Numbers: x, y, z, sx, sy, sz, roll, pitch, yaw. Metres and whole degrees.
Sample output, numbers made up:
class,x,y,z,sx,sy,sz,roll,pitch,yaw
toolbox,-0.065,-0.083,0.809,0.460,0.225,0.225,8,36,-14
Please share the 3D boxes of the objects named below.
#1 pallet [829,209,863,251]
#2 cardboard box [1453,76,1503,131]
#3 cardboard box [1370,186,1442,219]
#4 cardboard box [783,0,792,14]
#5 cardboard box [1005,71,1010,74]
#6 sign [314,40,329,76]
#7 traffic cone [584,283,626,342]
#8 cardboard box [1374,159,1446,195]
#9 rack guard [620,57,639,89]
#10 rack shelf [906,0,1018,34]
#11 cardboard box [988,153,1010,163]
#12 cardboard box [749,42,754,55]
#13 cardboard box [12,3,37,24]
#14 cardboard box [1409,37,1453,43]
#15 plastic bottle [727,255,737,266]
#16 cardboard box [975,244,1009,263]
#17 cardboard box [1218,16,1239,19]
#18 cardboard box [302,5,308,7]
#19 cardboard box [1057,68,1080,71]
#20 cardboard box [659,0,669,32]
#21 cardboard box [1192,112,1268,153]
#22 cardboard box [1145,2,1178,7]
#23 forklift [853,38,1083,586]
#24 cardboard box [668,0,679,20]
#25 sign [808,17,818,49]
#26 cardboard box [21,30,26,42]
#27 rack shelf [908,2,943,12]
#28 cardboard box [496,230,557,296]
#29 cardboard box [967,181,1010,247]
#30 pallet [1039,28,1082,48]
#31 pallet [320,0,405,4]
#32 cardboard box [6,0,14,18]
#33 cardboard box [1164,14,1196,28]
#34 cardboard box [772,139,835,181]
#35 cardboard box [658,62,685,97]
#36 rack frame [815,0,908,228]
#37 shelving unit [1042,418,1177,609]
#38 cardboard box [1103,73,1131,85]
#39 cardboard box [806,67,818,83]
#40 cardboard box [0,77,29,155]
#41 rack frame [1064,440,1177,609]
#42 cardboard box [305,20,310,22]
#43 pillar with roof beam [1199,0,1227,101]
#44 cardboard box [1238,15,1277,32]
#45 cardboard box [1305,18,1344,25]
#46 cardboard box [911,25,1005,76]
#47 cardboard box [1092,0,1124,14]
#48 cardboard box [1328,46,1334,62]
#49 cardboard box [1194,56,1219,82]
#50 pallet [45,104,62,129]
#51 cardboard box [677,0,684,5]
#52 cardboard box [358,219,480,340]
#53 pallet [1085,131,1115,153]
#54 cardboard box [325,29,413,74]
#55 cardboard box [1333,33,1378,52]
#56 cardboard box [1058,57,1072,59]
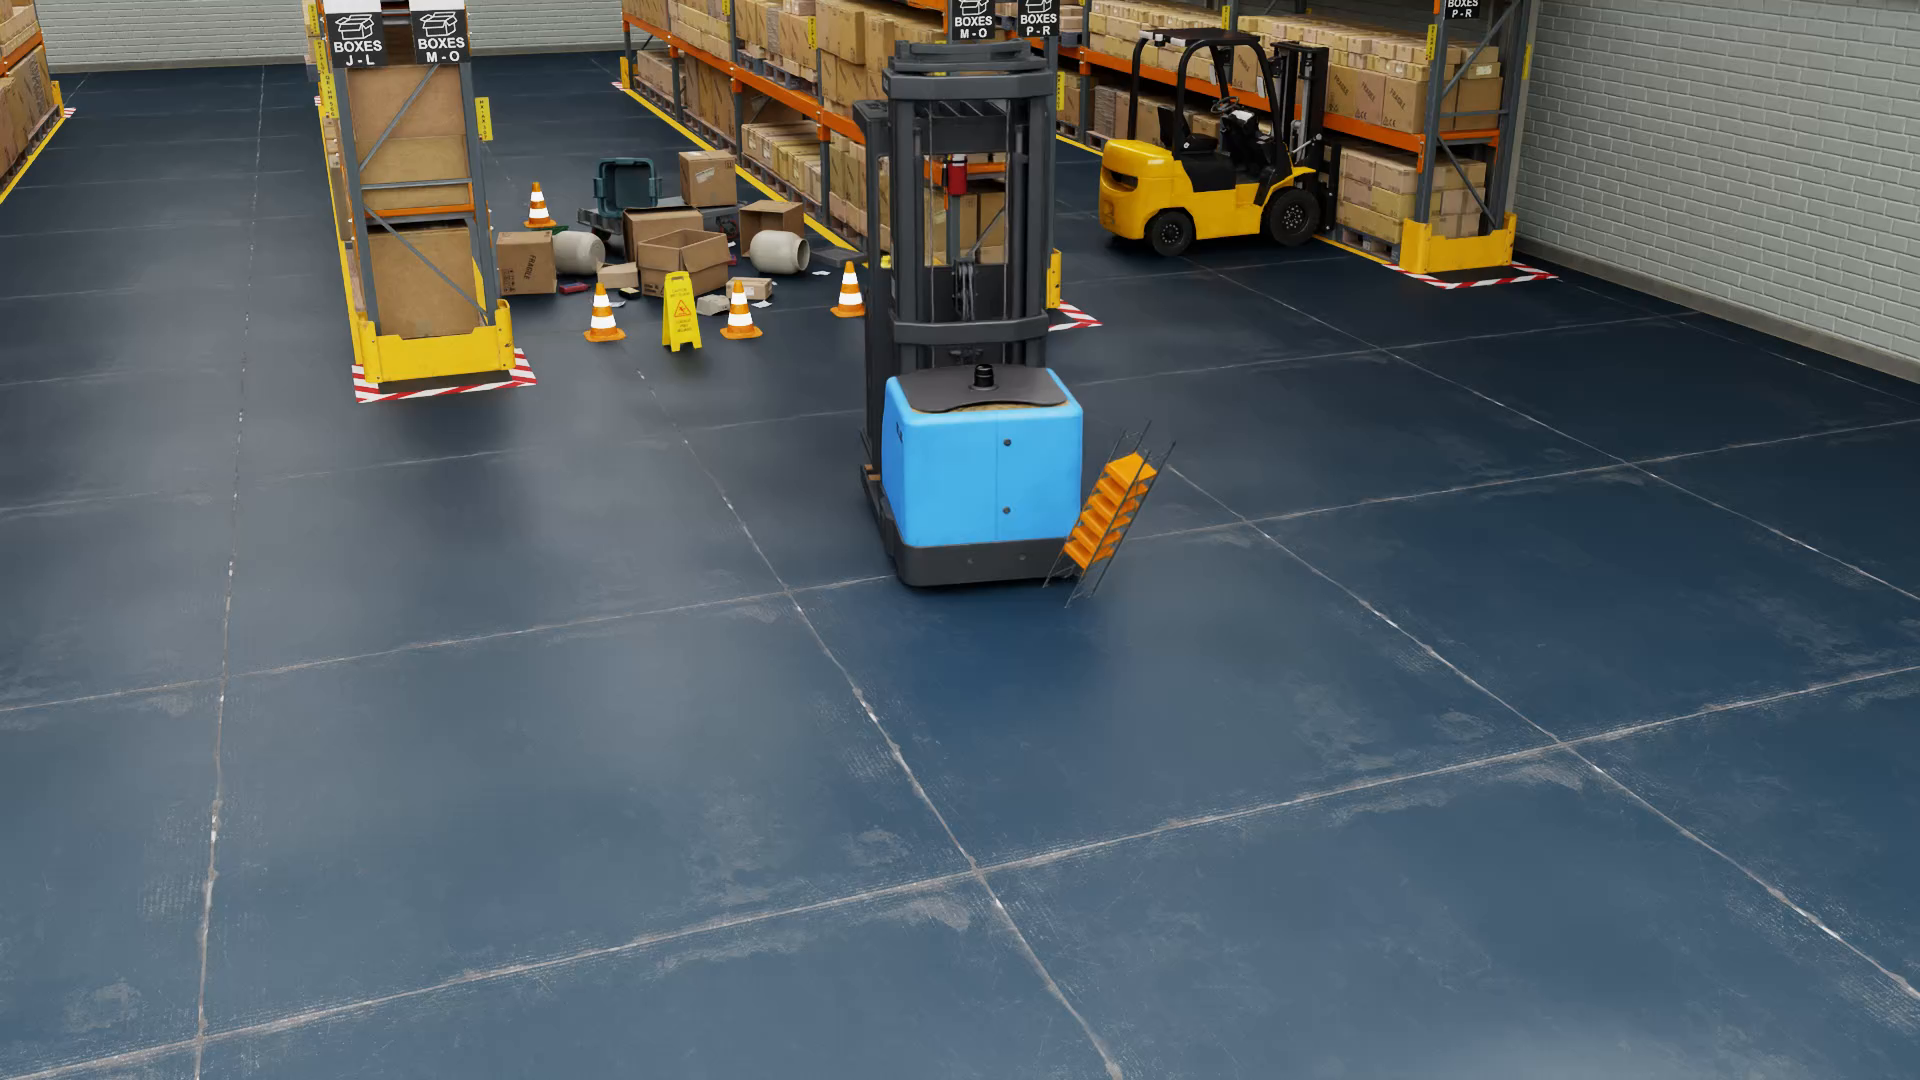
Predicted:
class,x,y,z,sx,sy,sz,roll,pitch,yaw
pallet,-0.779,-3.416,18.083,1.003,0.211,1.213,-8,24,-19
cardboard box,5.091,-4.433,16.777,0.500,0.500,0.500,-8,24,-17
cardboard box,4.542,-3.460,16.952,0.500,0.250,0.500,-9,24,-20
cardboard box,-1.798,-6.097,18.967,0.380,0.149,0.250,-9,25,-21
cardboard box,0.924,-7.172,26.082,0.500,0.500,0.500,-9,24,-20
sign,-6.149,-4.643,16.015,0.100,0.325,0.005,-8,24,-19
traffic cone,-3.091,-1.990,14.374,0.336,0.463,0.334,-8,24,-19
cardboard box,4.552,-3.681,16.833,0.500,0.250,0.500,-8,24,-17
rack guard,-5.297,-8.157,28.960,1.175,0.500,0.348,-8,24,-19
rack shelf,-0.343,-5.264,15.941,1.077,0.370,4.000,-8,24,-19
cardboard box,0.437,-3.523,15.069,0.380,0.149,0.250,-8,24,-19
cardboard box,-2.400,-6.114,20.678,0.380,0.149,0.250,-10,25,-22
cardboard box,-14.140,-7.869,24.867,0.500,0.250,0.500,-9,24,-20
cardboard box,4.846,-5.088,17.113,0.380,0.149,0.250,-8,24,-19
plastic bottle,-2.348,-2.860,16.956,0.133,0.061,0.283,-4,23,-10
cardboard box,0.337,-2.744,15.898,0.500,0.250,0.500,-9,24,-19
cardboard box,3.427,-6.410,20.632,0.380,0.149,0.250,-9,24,-20
cardboard box,-8.484,-6.992,21.993,0.380,0.149,0.250,-9,24,-20
cardboard box,1.540,-6.860,24.506,0.380,0.149,0.250,-8,24,-17
cardboard box,-4.279,-8.026,25.302,0.500,0.500,0.500,-8,24,-19
cardboard box,3.398,-4.910,20.553,0.875,0.625,0.625,-7,24,-17
cardboard box,2.715,-7.148,22.384,0.380,0.149,0.250,-8,24,-19
forklift,-0.055,-1.629,10.342,1.130,2.935,3.031,-4,23,-9
cardboard box,-3.984,-7.809,24.466,0.500,0.250,0.500,-9,24,-21
sign,-1.567,-5.396,17.700,0.100,0.325,0.005,-8,24,-19
cardboard box,-13.586,-7.185,23.759,0.380,0.149,0.250,-8,24,-18
rack shelf,0.060,-8.924,28.488,1.077,0.370,4.000,-8,24,-19
cardboard box,-4.136,-2.650,15.891,0.500,0.500,0.500,-4,23,-10
cardboard box,0.328,-3.098,15.773,0.500,0.500,0.500,-9,25,-21
pallet,1.875,-7.224,23.775,1.213,0.211,1.003,-8,24,-19
pallet,-4.503,-4.380,13.032,1.003,0.211,1.213,-8,24,-19
cardboard box,-13.432,-7.478,22.975,0.500,0.500,0.500,-9,25,-21
cardboard box,2.785,-6.521,20.896,0.380,0.149,0.250,-8,24,-19
cardboard box,-1.741,-4.626,20.206,0.950,0.372,0.625,-8,24,-17
cardboard box,-4.314,-7.428,26.769,0.875,0.438,0.875,-9,25,-21
rack frame,-1.049,-4.940,18.109,1.000,3.000,0.127,-8,24,-19
shelving unit,0.802,-0.127,9.057,0.258,1.200,0.189,-22,58,-42
cardboard box,2.287,-6.649,24.005,0.380,0.149,0.250,-7,24,-16
cardboard box,-1.489,-5.167,18.429,0.380,0.149,0.250,-8,24,-18
cardboard box,-12.902,-5.472,21.565,1.225,0.875,0.875,-8,24,-19
rack frame,0.861,-0.067,9.021,0.240,1.200,0.006,-22,58,-42
cardboard box,-7.746,-6.236,20.201,0.380,0.149,0.250,-9,24,-20
pillar with roof beam,-0.544,-8.900,19.779,9.100,9.000,0.400,-8,24,-19
cardboard box,3.428,-5.948,19.153,0.380,0.149,0.250,-8,24,-18
cardboard box,4.144,-5.839,18.894,0.380,0.149,0.250,-9,24,-19
cardboard box,-0.021,-4.286,14.758,0.700,0.500,0.500,-9,24,-20
cardboard box,2.017,-7.265,22.660,0.380,0.149,0.250,-8,24,-17
cardboard box,4.141,-5.167,17.684,0.380,0.149,0.250,-9,24,-19
cardboard box,3.170,-5.701,20.106,0.500,0.250,0.500,-8,24,-18
pallet,-14.204,-6.376,25.105,1.003,0.211,1.213,-8,24,-19
cardboard box,-3.783,-7.973,23.889,0.500,0.500,0.500,-8,24,-19
cardboard box,-4.533,-2.222,13.856,0.875,0.875,0.875,-8,24,-19
pallet,2.434,-5.486,22.995,1.003,0.211,1.213,-8,24,-19
cardboard box,-5.181,-4.253,14.895,0.875,0.550,0.550,-8,24,-19
cardboard box,4.138,-5.202,17.384,0.380,0.149,0.250,-8,24,-18
cardboard box,1.520,-7.397,25.780,0.380,0.149,0.250,-8,24,-18
